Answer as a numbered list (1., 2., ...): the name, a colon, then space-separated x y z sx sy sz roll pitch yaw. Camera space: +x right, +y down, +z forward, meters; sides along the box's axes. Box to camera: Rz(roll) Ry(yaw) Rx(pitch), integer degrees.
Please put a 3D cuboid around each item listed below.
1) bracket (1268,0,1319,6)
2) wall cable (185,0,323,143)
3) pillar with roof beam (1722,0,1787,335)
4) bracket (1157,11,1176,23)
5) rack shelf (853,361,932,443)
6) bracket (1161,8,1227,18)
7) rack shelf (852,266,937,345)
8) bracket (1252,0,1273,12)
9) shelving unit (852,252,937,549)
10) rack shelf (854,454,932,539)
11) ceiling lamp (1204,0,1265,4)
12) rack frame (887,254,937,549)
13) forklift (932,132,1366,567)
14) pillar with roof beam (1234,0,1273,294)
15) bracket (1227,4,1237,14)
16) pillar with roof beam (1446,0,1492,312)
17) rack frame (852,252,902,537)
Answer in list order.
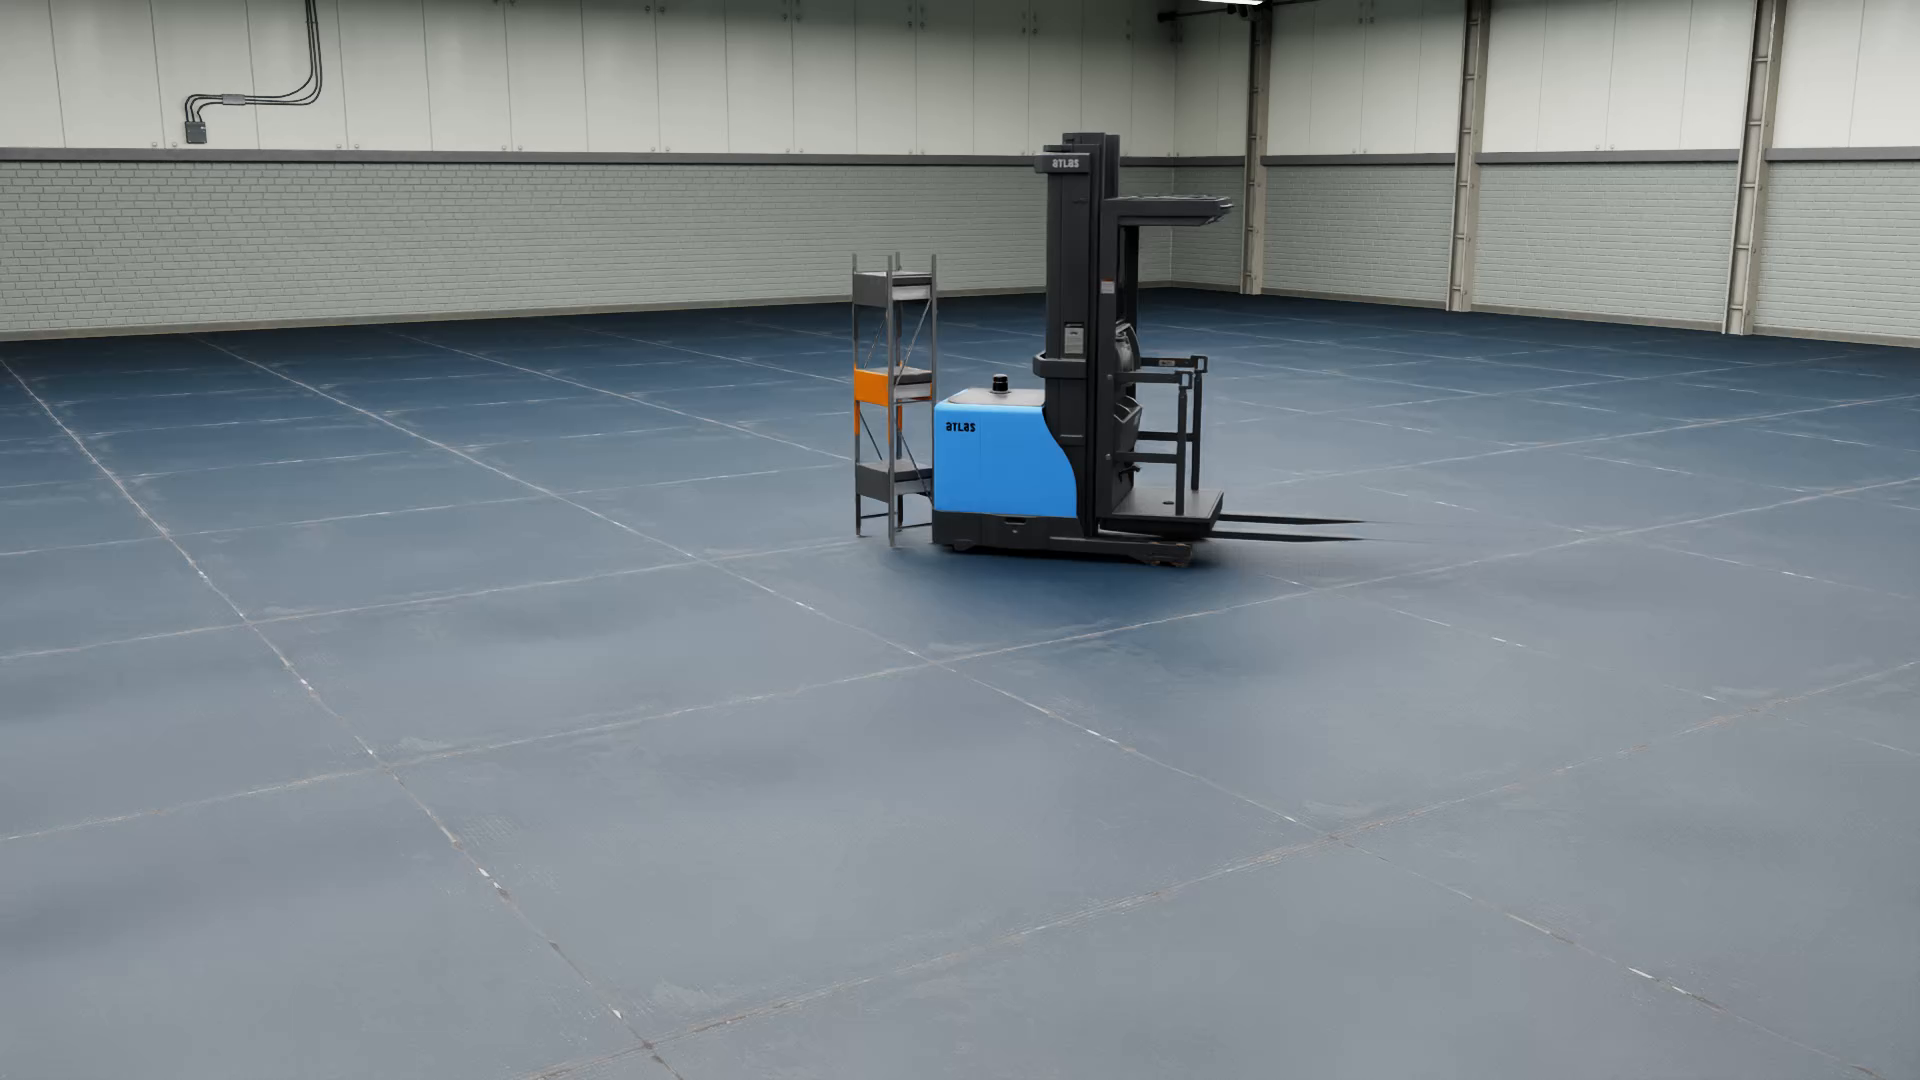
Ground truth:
1. bracket: 8.064 -11.256 34.345 0.076 0.066 4.783 -8 15 -33
2. wall cable: -12.141 -9.806 28.179 2.305 6.003 0.169 -8 15 -33
3. pillar with roof beam: 9.767 -7.428 25.265 9.100 9.000 0.400 -8 15 -33
4. bracket: 4.863 -12.284 39.043 0.235 0.232 0.430 -8 15 -33
5. rack shelf: -0.474 -1.013 12.142 0.431 0.518 0.480 -8 15 -33
6. bracket: 5.191 -12.178 38.562 0.076 0.066 3.189 -8 15 -33
7. rack shelf: -0.474 -1.697 11.993 0.431 0.518 0.480 -8 15 -33
8. bracket: 6.636 -11.714 36.440 0.235 0.232 0.430 -8 15 -33
9. shelving unit: -0.474 -1.026 12.139 0.431 2.100 0.503 -8 15 -33
10. rack shelf: -0.474 -0.329 12.292 0.431 0.518 0.480 -8 15 -33
11. ceiling lamp: 4.713 -11.649 30.903 2.000 3.185 0.800 -8 15 -33
12. rack frame: -0.339 -0.983 11.941 0.400 2.100 0.015 -8 15 -33
13. forklift: 1.375 -1.369 11.763 3.031 2.935 1.130 3 13 14
14. pillar with roof beam: 3.118 -9.562 35.024 9.100 9.000 0.548 -8 15 -33
15. bracket: 6.176 -11.862 37.115 0.235 0.232 0.430 -8 15 -33
16. pillar with roof beam: 6.442 -8.495 30.145 9.100 9.000 0.400 -8 15 -33
17. rack frame: -0.610 -1.069 12.337 0.400 2.100 0.015 -8 15 -33
